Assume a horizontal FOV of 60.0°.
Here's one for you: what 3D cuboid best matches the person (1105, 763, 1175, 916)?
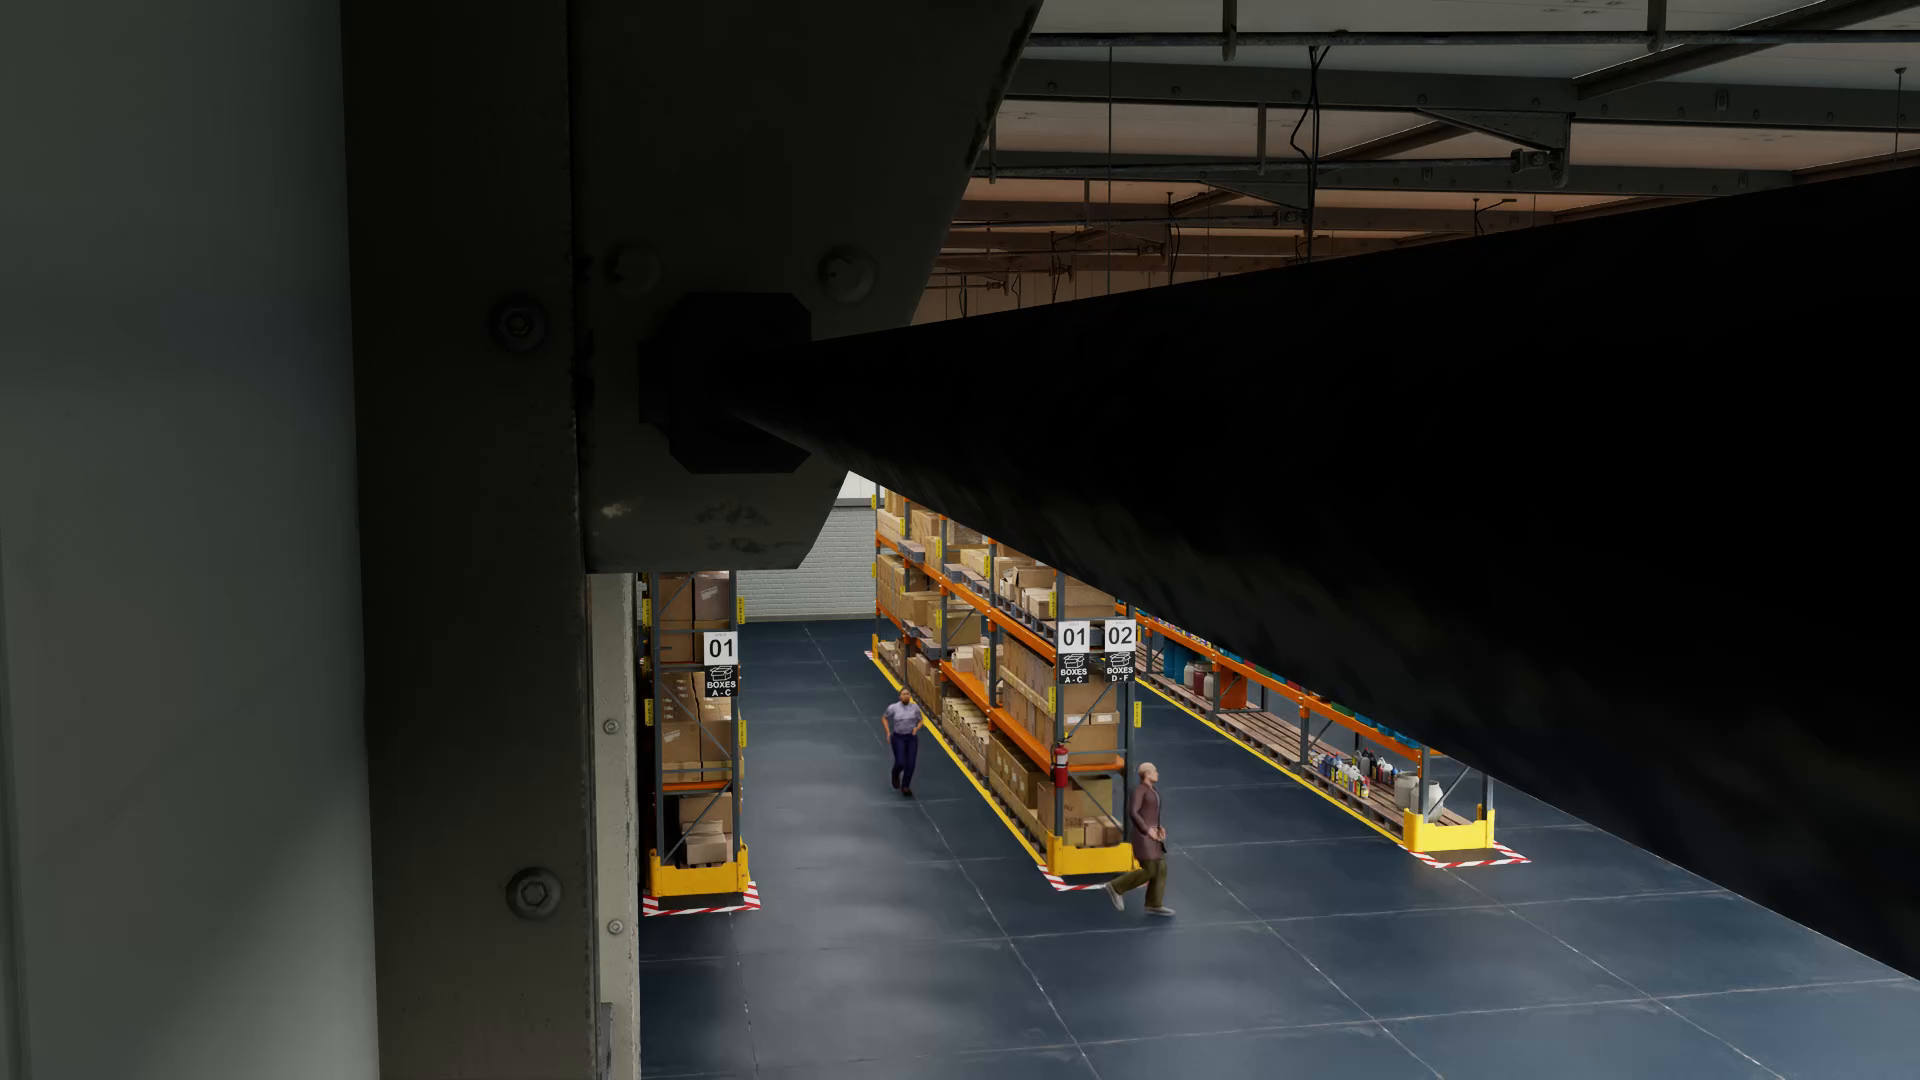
[{"bbox_3d":[2.164,3.470,19.488,0.819,1.729,0.760,2,6,17],"label":"person"}]

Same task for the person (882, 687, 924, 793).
[{"bbox_3d":[-0.816,2.993,24.741,0.606,1.600,0.557,-2,6,-14],"label":"person"}]
